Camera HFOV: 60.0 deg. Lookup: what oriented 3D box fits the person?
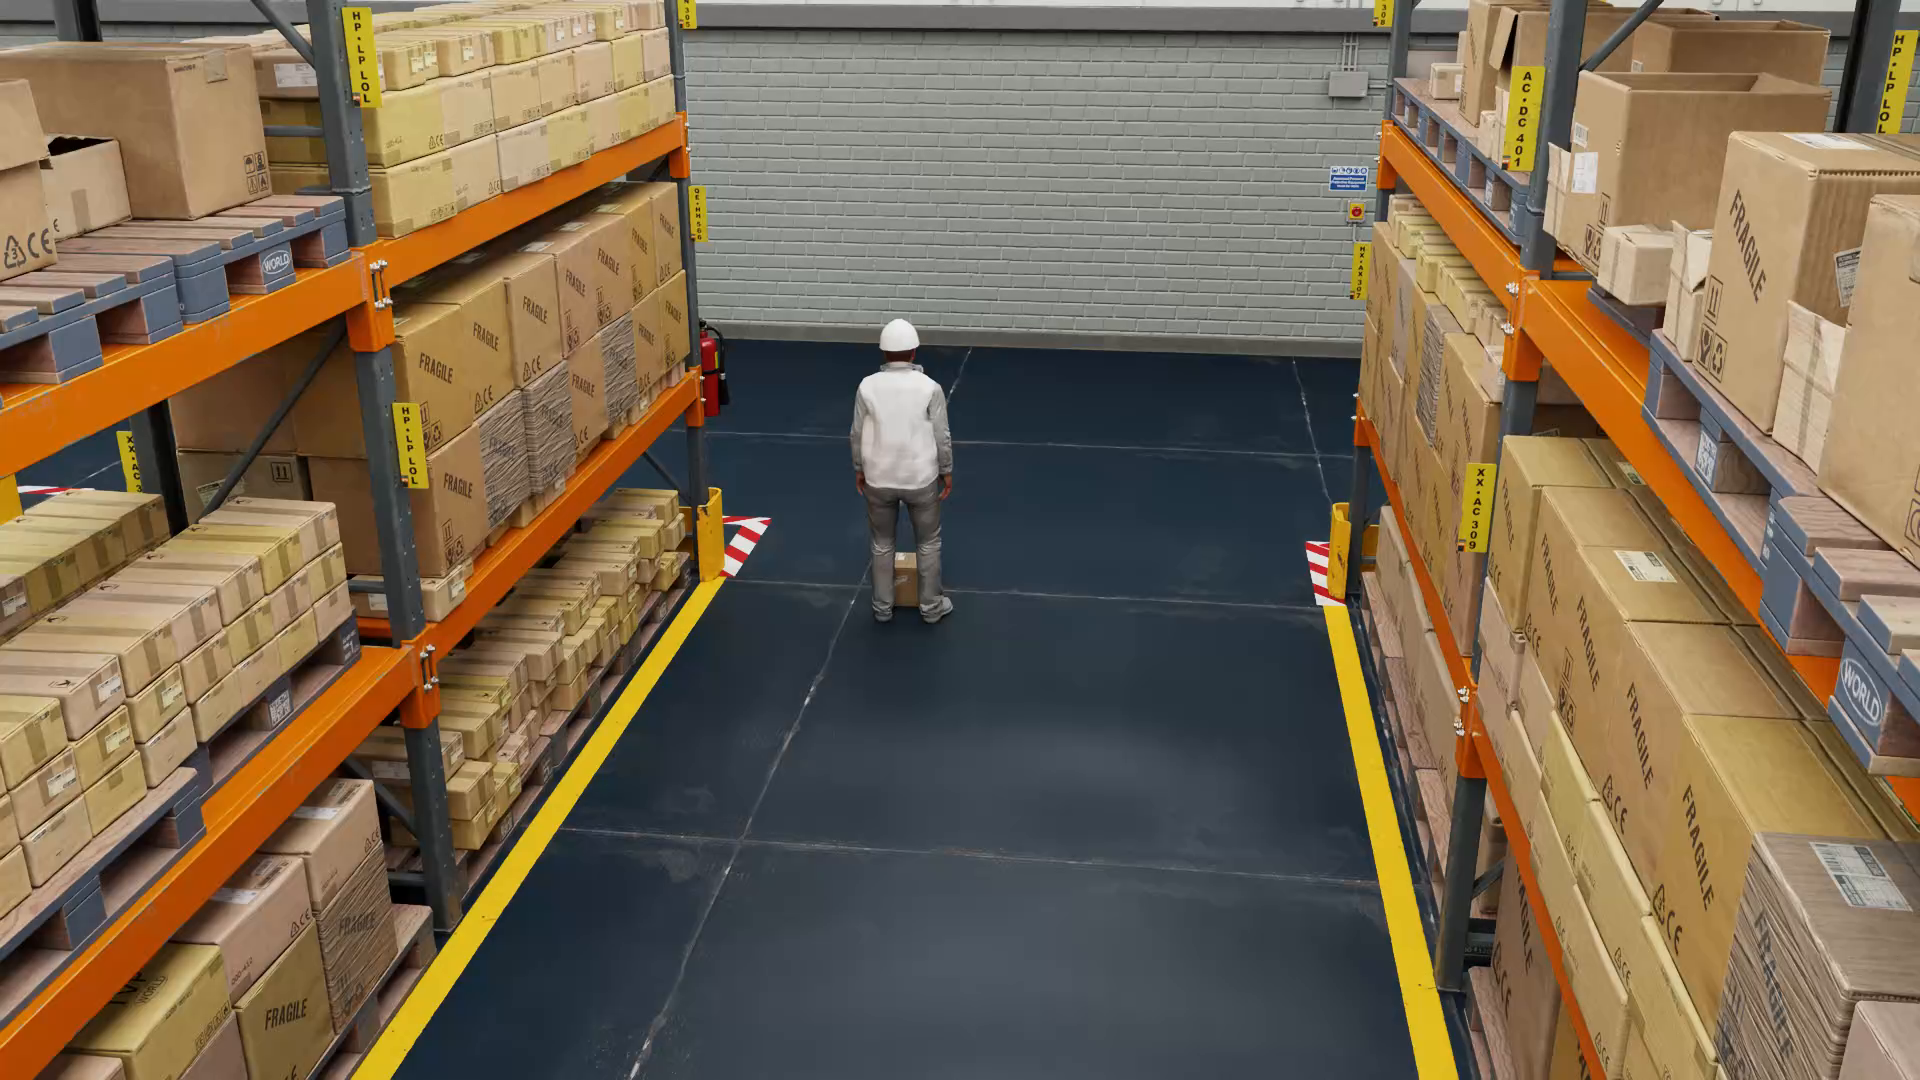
[{"bbox_3d":[-0.330,-0.379,9.531,0.581,1.772,0.460,3,21,7],"label":"person"}]
